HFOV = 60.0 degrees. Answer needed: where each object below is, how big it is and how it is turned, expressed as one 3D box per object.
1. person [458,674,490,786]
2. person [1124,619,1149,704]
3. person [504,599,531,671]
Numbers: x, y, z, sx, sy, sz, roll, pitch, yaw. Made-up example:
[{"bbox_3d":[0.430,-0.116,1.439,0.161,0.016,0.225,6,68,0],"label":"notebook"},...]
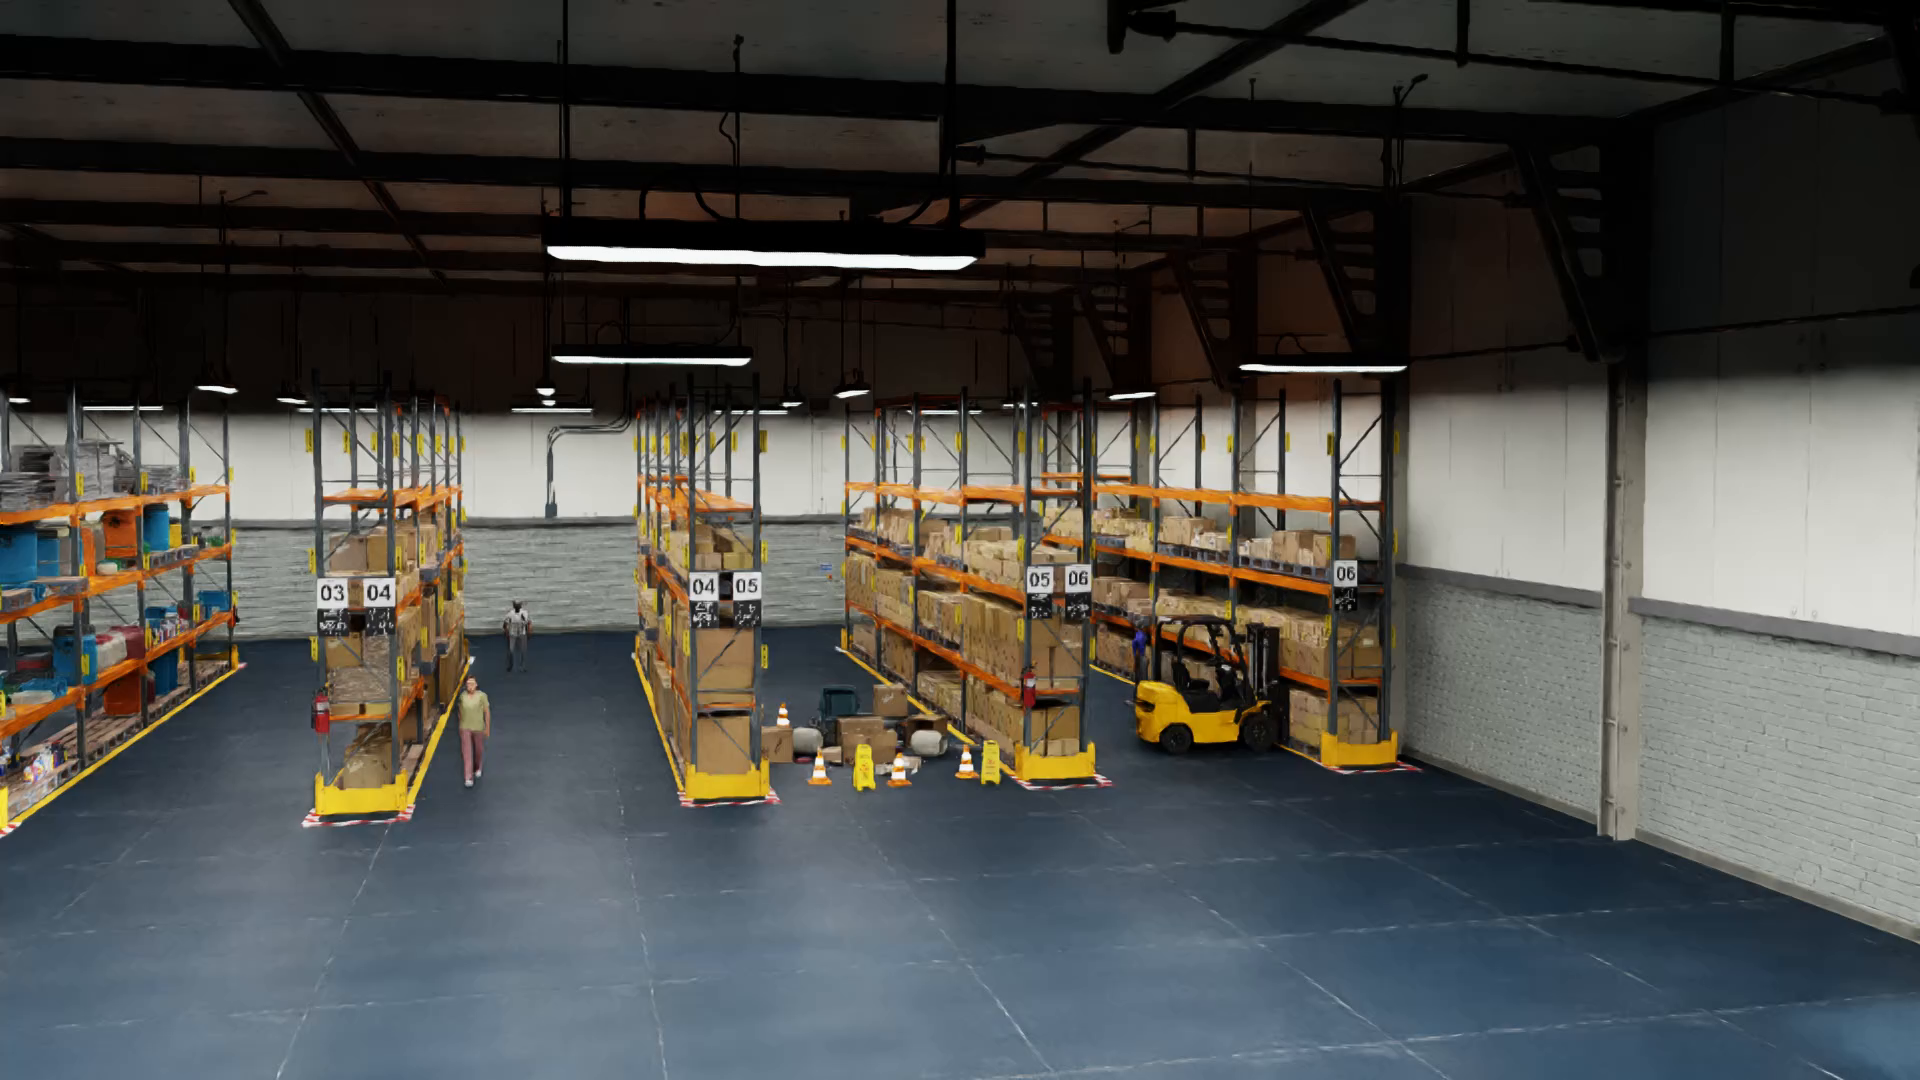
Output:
[{"bbox_3d":[-7.162,2.760,24.523,0.458,1.583,1.019,-1,3,-14],"label":"person"},{"bbox_3d":[3.399,2.335,31.664,0.556,1.650,0.588,1,3,11],"label":"person"},{"bbox_3d":[-9.727,2.085,36.563,0.592,1.629,0.531,-1,3,-15],"label":"person"}]
